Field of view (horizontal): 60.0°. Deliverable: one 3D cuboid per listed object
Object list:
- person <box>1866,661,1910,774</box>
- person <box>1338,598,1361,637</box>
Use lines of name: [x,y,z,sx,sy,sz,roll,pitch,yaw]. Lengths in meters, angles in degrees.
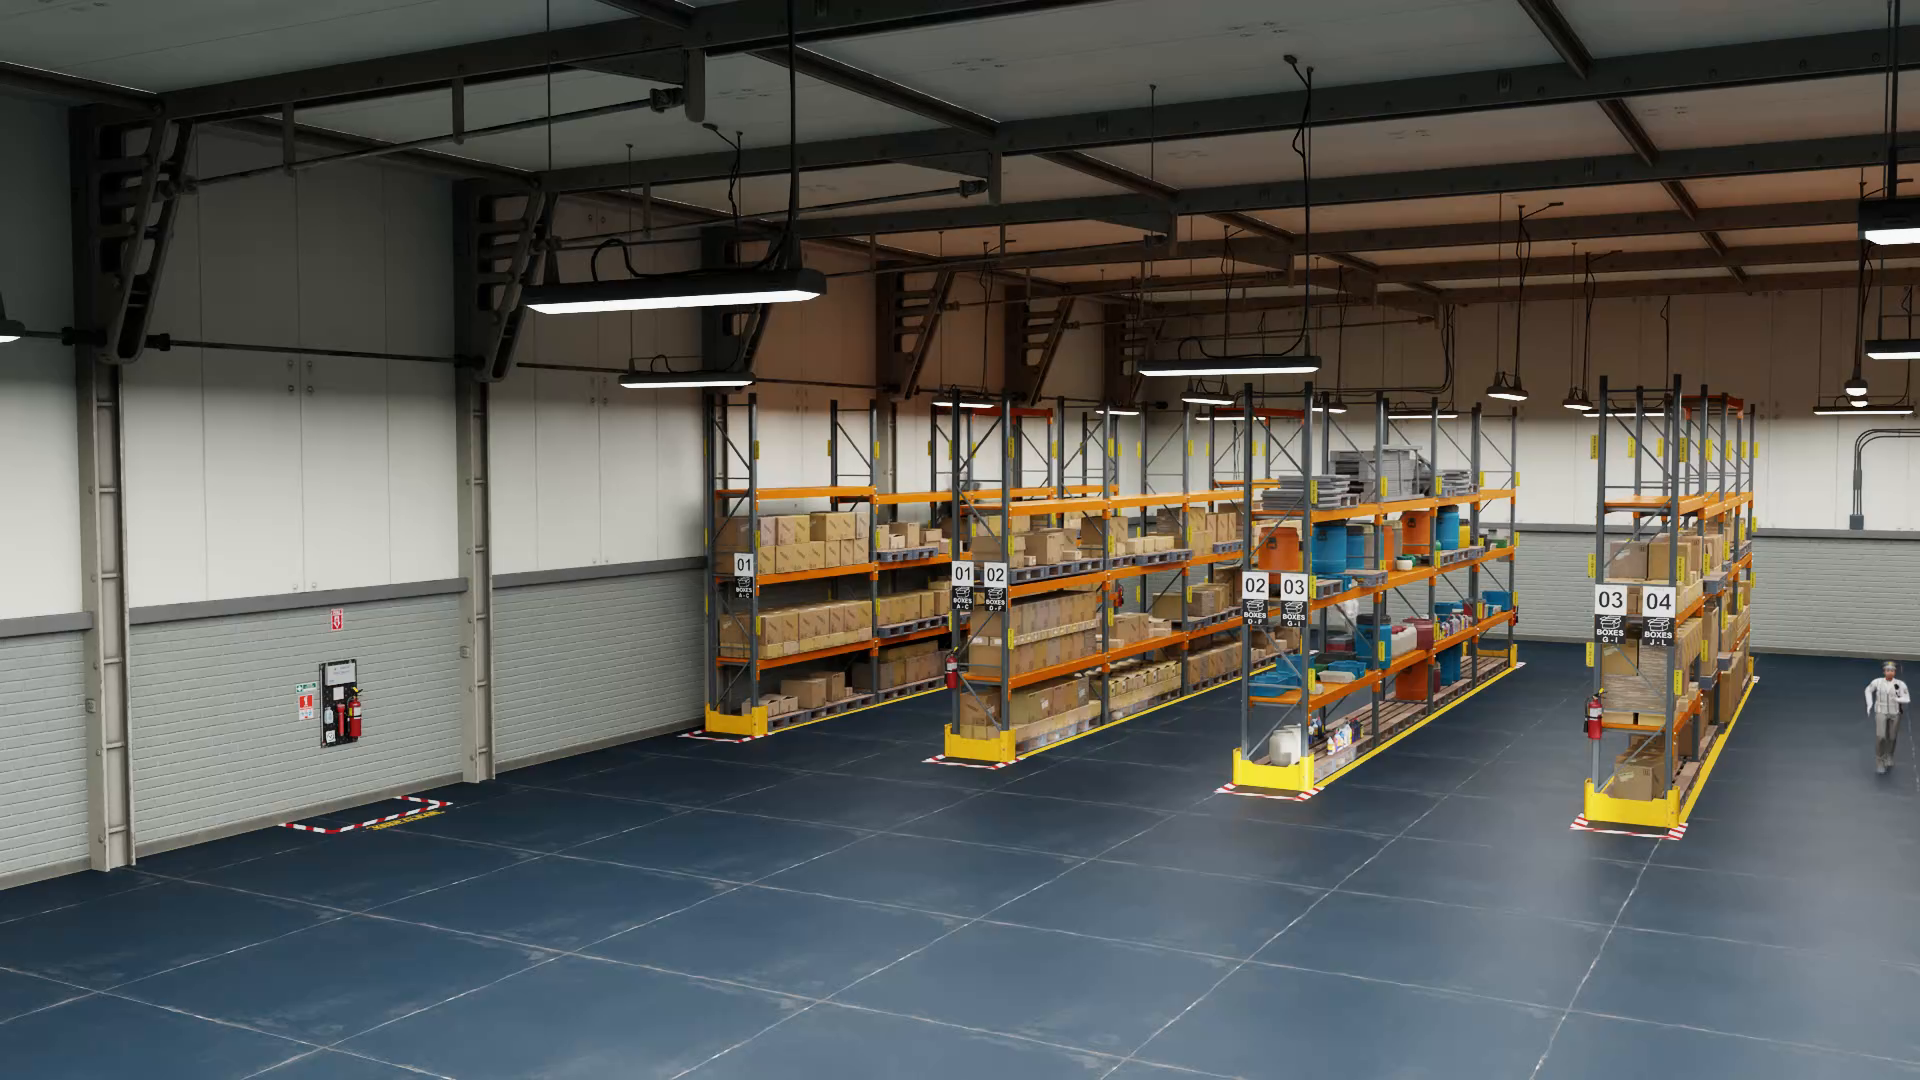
person: [14.460,2.755,25.923,0.584,1.751,0.742,1,3,24]
person: [9.528,1.923,40.513,0.727,1.762,0.902,-1,3,-24]
